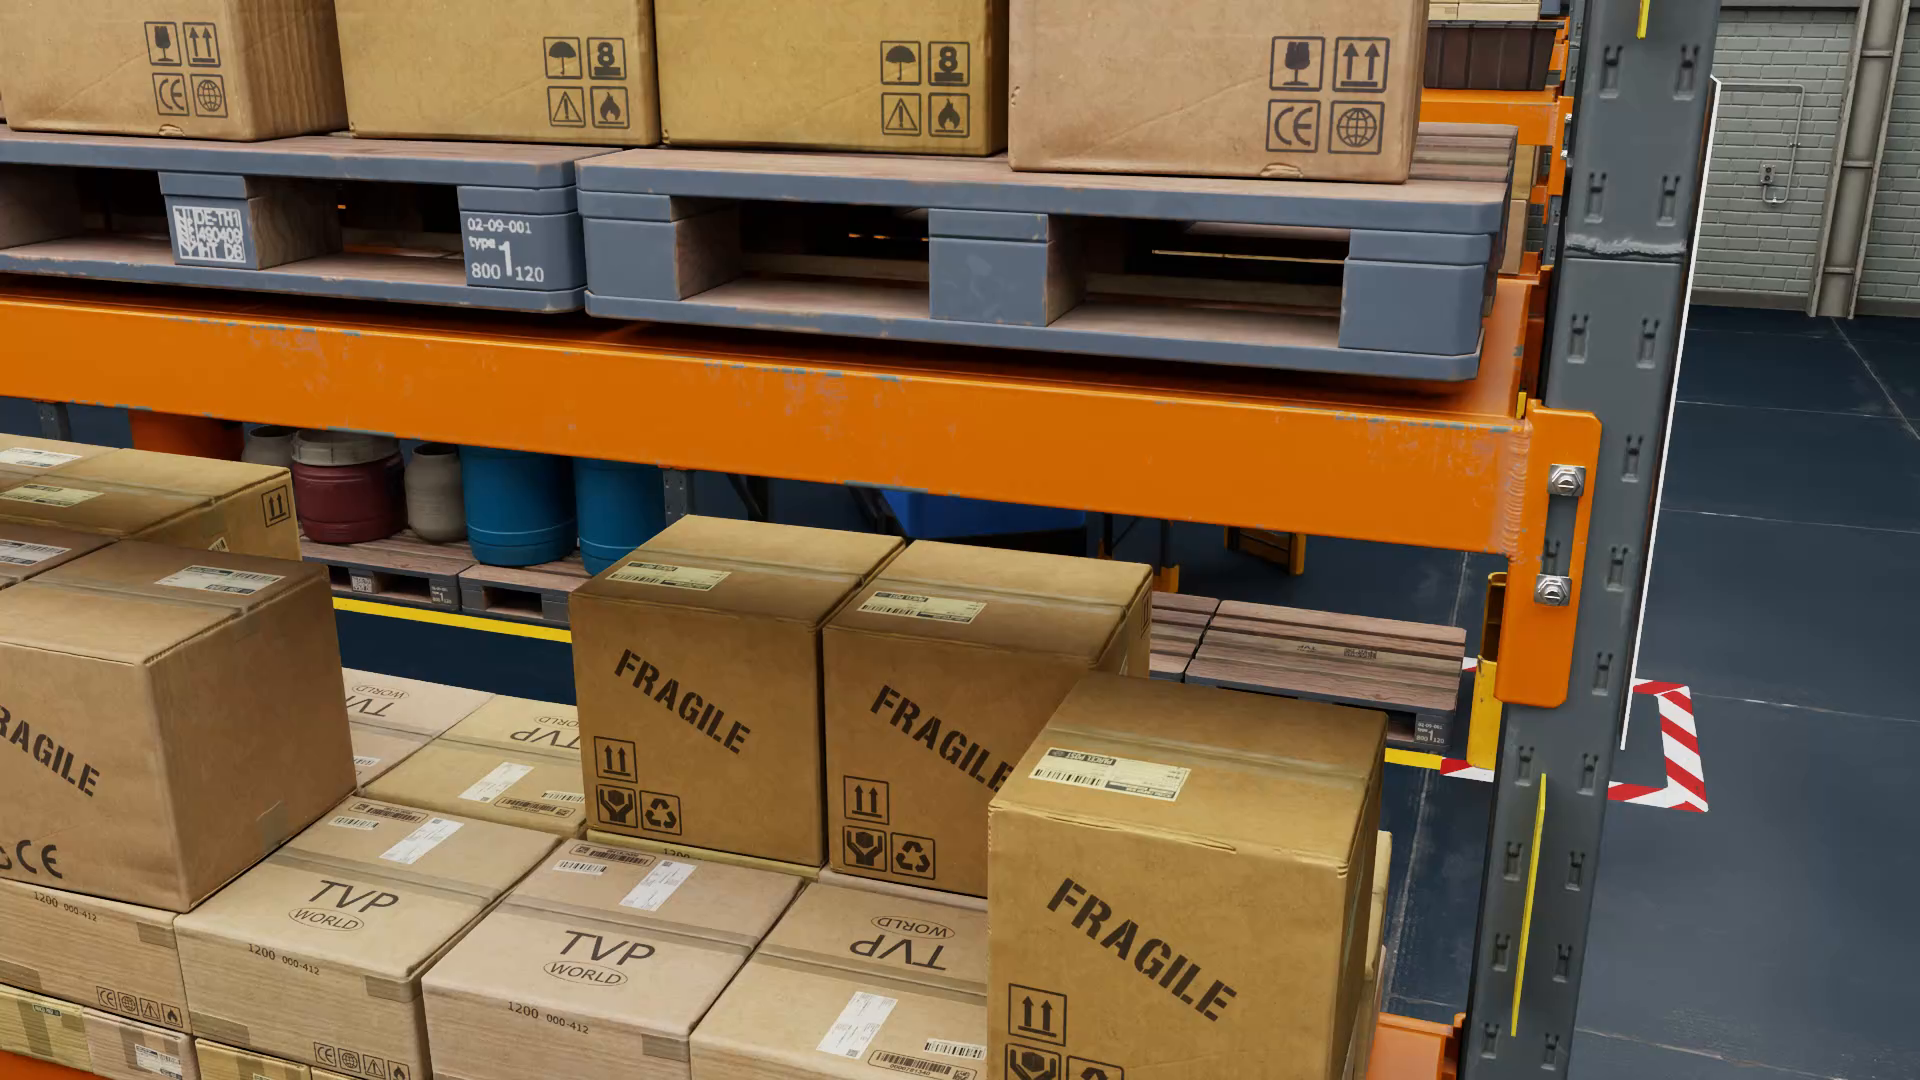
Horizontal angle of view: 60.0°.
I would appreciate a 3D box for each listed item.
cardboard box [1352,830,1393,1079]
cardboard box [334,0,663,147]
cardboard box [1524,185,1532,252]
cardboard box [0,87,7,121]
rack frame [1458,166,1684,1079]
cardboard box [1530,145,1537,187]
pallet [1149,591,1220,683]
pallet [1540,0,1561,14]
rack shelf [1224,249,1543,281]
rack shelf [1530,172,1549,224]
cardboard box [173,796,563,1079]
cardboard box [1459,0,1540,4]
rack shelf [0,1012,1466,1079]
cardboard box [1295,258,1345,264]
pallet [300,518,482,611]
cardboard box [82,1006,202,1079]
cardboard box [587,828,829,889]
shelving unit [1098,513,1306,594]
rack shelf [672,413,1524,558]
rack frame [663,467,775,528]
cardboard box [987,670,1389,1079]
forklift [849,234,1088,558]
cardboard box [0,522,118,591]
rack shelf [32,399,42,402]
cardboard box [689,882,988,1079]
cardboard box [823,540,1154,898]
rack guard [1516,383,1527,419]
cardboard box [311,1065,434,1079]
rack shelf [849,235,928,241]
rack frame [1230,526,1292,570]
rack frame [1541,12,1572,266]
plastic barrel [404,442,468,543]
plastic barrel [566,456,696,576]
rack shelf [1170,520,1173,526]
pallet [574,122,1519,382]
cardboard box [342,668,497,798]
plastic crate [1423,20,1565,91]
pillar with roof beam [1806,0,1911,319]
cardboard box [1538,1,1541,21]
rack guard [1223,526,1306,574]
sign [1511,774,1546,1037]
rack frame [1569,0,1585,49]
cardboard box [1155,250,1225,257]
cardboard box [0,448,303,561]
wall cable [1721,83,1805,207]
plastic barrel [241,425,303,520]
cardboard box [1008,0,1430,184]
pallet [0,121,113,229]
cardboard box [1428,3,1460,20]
[{"bbox_3d":[0.539,0.744,3.160,0.500,0.250,0.500,6,20,17],"label":"cardboard box"},{"bbox_3d":[-0.601,-0.938,2.712,0.500,0.500,0.700,5,20,14],"label":"cardboard box"},{"bbox_3d":[3.826,-2.307,11.986,0.500,0.500,0.500,7,20,19],"label":"cardboard box"},{"bbox_3d":[-1.609,-1.066,3.079,0.500,0.500,0.700,8,21,21],"label":"cardboard box"},{"bbox_3d":[0.904,0.950,2.795,0.127,3.000,1.000,7,20,18],"label":"rack frame"},{"bbox_3d":[3.826,-2.779,11.822,0.500,0.500,0.500,7,20,20],"label":"cardboard box"},{"bbox_3d":[0.615,0.493,8.342,1.213,0.211,1.003,7,20,18],"label":"pallet"},{"bbox_3d":[5.077,-5.122,15.791,1.213,0.211,1.003,7,20,18],"label":"pallet"},{"bbox_3d":[2.269,-2.007,12.368,4.000,0.370,1.077,7,20,18],"label":"rack shelf"},{"bbox_3d":[3.891,-3.547,16.788,4.000,0.370,1.077,7,20,18],"label":"rack shelf"},{"bbox_3d":[-1.094,0.745,3.157,0.500,0.250,0.500,7,20,18],"label":"cardboard box"},{"bbox_3d":[3.590,-3.688,11.011,0.500,0.250,0.500,7,20,18],"label":"cardboard box"},{"bbox_3d":[-0.985,1.073,3.533,4.000,0.370,1.077,7,20,18],"label":"rack shelf"},{"bbox_3d":[2.686,-2.252,11.827,0.500,0.500,0.500,7,20,18],"label":"cardboard box"},{"bbox_3d":[-3.120,0.067,9.564,1.213,0.211,1.003,7,20,18],"label":"pallet"},{"bbox_3d":[-1.480,0.911,3.286,0.250,0.149,0.380,7,20,19],"label":"cardboard box"},{"bbox_3d":[-0.427,0.635,3.474,0.500,0.250,0.500,6,20,16],"label":"cardboard box"},{"bbox_3d":[1.374,-0.499,9.229,1.083,1.500,0.587,-14,23,-34],"label":"shelving unit"},{"bbox_3d":[0.640,-0.467,7.951,4.000,0.370,1.077,7,20,18],"label":"rack shelf"},{"bbox_3d":[-1.249,-1.023,8.453,0.127,3.000,1.000,7,20,18],"label":"rack frame"},{"bbox_3d":[0.358,0.555,2.564,0.500,0.500,0.500,7,20,19],"label":"cardboard box"},{"bbox_3d":[-0.103,-1.610,10.242,1.130,2.935,3.031,-4,20,-12],"label":"forklift"},{"bbox_3d":[-2.043,0.281,3.351,0.500,0.500,0.500,7,20,18],"label":"cardboard box"},{"bbox_3d":[-6.917,-1.331,10.430,4.000,0.370,1.077,7,20,18],"label":"rack shelf"},{"bbox_3d":[-0.120,0.855,2.842,0.500,0.250,0.500,6,20,17],"label":"cardboard box"},{"bbox_3d":[0.067,0.336,3.192,0.500,0.500,0.500,6,20,17],"label":"cardboard box"},{"bbox_3d":[4.087,-0.958,12.065,0.348,0.500,1.175,7,20,18],"label":"rack guard"},{"bbox_3d":[-0.984,0.967,3.127,0.250,0.149,0.380,7,20,19],"label":"cardboard box"},{"bbox_3d":[-1.509,-2.439,13.608,4.000,0.370,1.077,7,20,18],"label":"rack shelf"},{"bbox_3d":[1.775,-0.597,9.510,0.032,1.500,0.500,-14,23,-34],"label":"rack frame"},{"bbox_3d":[4.159,-2.130,11.630,0.127,3.000,1.000,7,20,18],"label":"rack frame"},{"bbox_3d":[-2.930,-0.275,9.451,0.421,0.512,0.421,0,19,0],"label":"plastic barrel"},{"bbox_3d":[-1.757,-0.294,8.913,0.708,0.901,0.600,7,20,18],"label":"plastic barrel"},{"bbox_3d":[1.367,-0.327,9.283,1.000,0.185,0.538,-14,23,-34],"label":"rack shelf"},{"bbox_3d":[0.200,-0.502,2.536,1.213,0.211,1.003,7,20,18],"label":"pallet"},{"bbox_3d":[-1.399,0.524,3.791,0.500,0.250,0.500,7,20,19],"label":"cardboard box"},{"bbox_3d":[2.257,-2.073,7.109,0.590,0.269,0.497,7,20,18],"label":"plastic crate"},{"bbox_3d":[7.202,-5.142,11.157,0.400,9.000,9.100,7,20,18],"label":"pillar with roof beam"},{"bbox_3d":[3.757,-3.610,11.547,0.500,0.250,0.500,7,20,18],"label":"cardboard box"},{"bbox_3d":[1.774,-0.007,9.715,0.087,0.250,0.587,-14,23,-34],"label":"rack guard"},{"bbox_3d":[0.713,0.458,2.086,0.005,0.325,0.100,7,20,18],"label":"sign"},{"bbox_3d":[2.530,-3.423,6.226,0.127,3.000,1.000,7,20,18],"label":"rack frame"},{"bbox_3d":[1.729,-2.361,12.139,0.500,0.500,0.500,6,20,18],"label":"cardboard box"},{"bbox_3d":[-1.880,0.116,3.824,0.500,0.500,0.500,7,20,19],"label":"cardboard box"},{"bbox_3d":[7.301,-4.306,16.330,1.851,1.984,0.084,7,20,18],"label":"wall cable"},{"bbox_3d":[-3.997,-0.397,9.801,0.421,0.512,0.421,0,19,0],"label":"plastic barrel"},{"bbox_3d":[0.395,-0.799,2.313,0.500,0.500,0.700,5,20,15],"label":"cardboard box"},{"bbox_3d":[-2.105,-0.765,3.293,1.213,0.211,1.003,7,20,18],"label":"pallet"},{"bbox_3d":[3.118,-3.507,11.250,0.500,0.250,0.500,7,20,18],"label":"cardboard box"}]
